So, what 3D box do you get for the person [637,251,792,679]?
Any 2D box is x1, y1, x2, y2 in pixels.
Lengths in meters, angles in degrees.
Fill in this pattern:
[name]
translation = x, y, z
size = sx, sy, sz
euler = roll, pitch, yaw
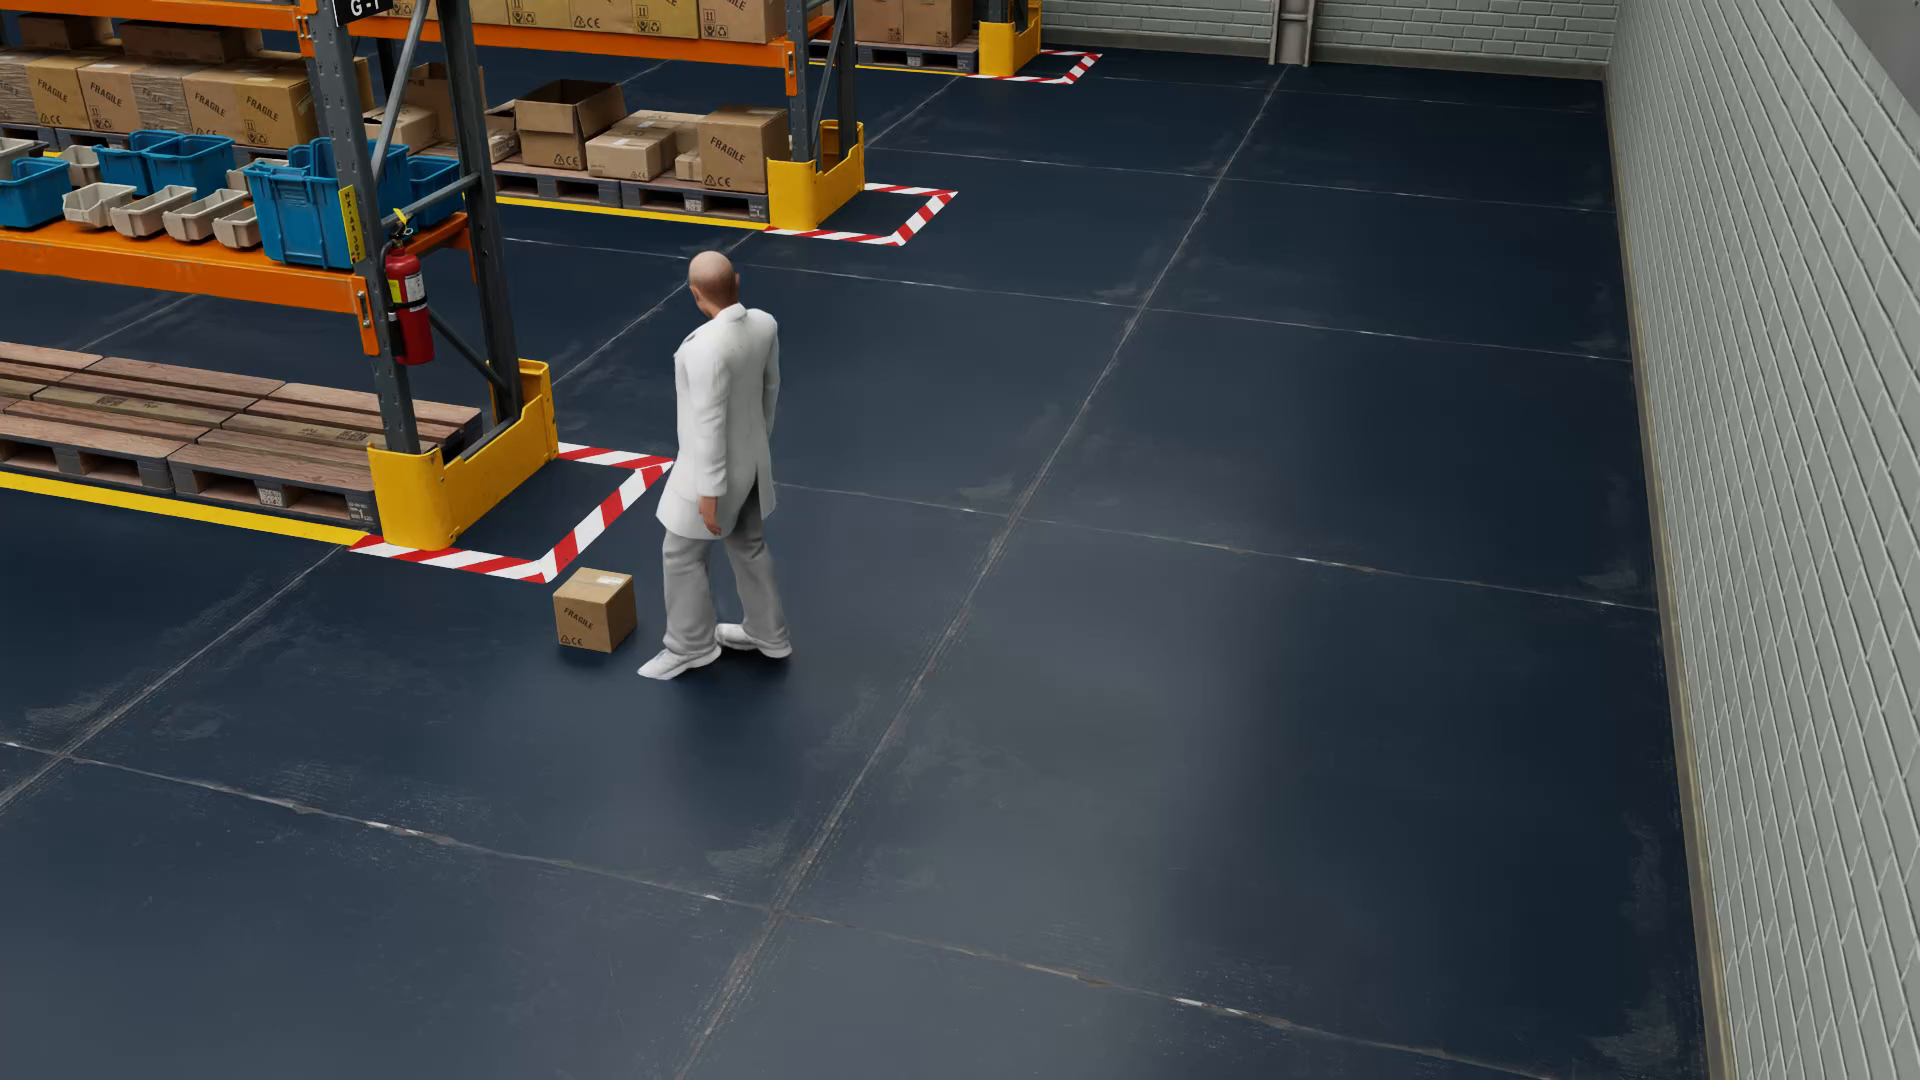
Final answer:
[person]
translation = -0.997, -0.274, 6.656
size = 0.565, 1.823, 0.626
euler = 12, 31, 21
